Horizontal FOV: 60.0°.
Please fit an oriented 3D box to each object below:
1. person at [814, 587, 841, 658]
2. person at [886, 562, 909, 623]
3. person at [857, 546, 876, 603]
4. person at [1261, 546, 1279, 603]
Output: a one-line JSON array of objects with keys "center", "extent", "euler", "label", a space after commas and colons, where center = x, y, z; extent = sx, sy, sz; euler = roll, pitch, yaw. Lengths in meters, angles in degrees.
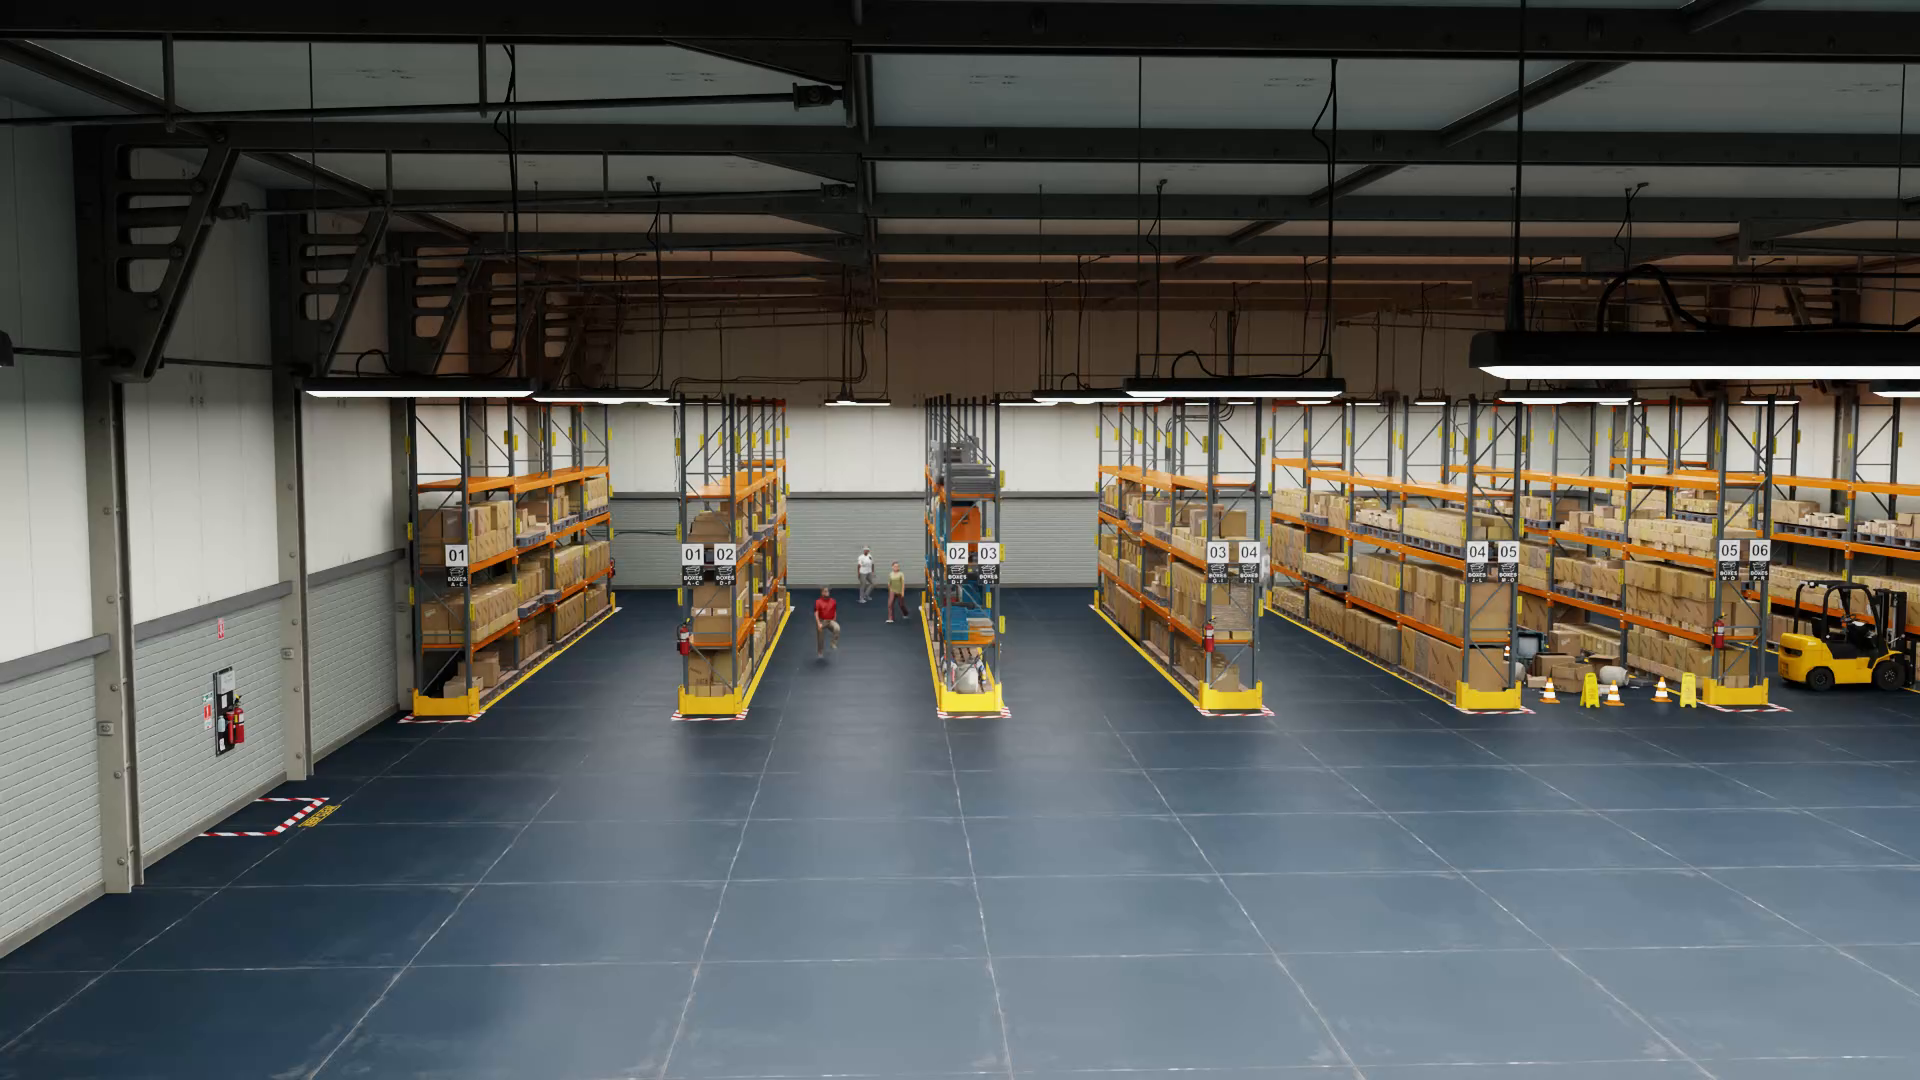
[{"center": [-3.016, 1.896, 37.581], "extent": [0.570, 1.643, 1.026], "euler": [-1, 5, -10], "label": "person"}, {"center": [-1.698, 1.396, 44.464], "extent": [0.516, 1.620, 0.980], "euler": [2, 5, 20], "label": "person"}, {"center": [-2.744, 1.002, 49.116], "extent": [0.419, 1.691, 0.522], "euler": [4, 6, 41], "label": "person"}, {"center": [9.111, 1.013, 48.880], "extent": [0.528, 1.694, 0.368], "euler": [0, 5, -3], "label": "person"}]
